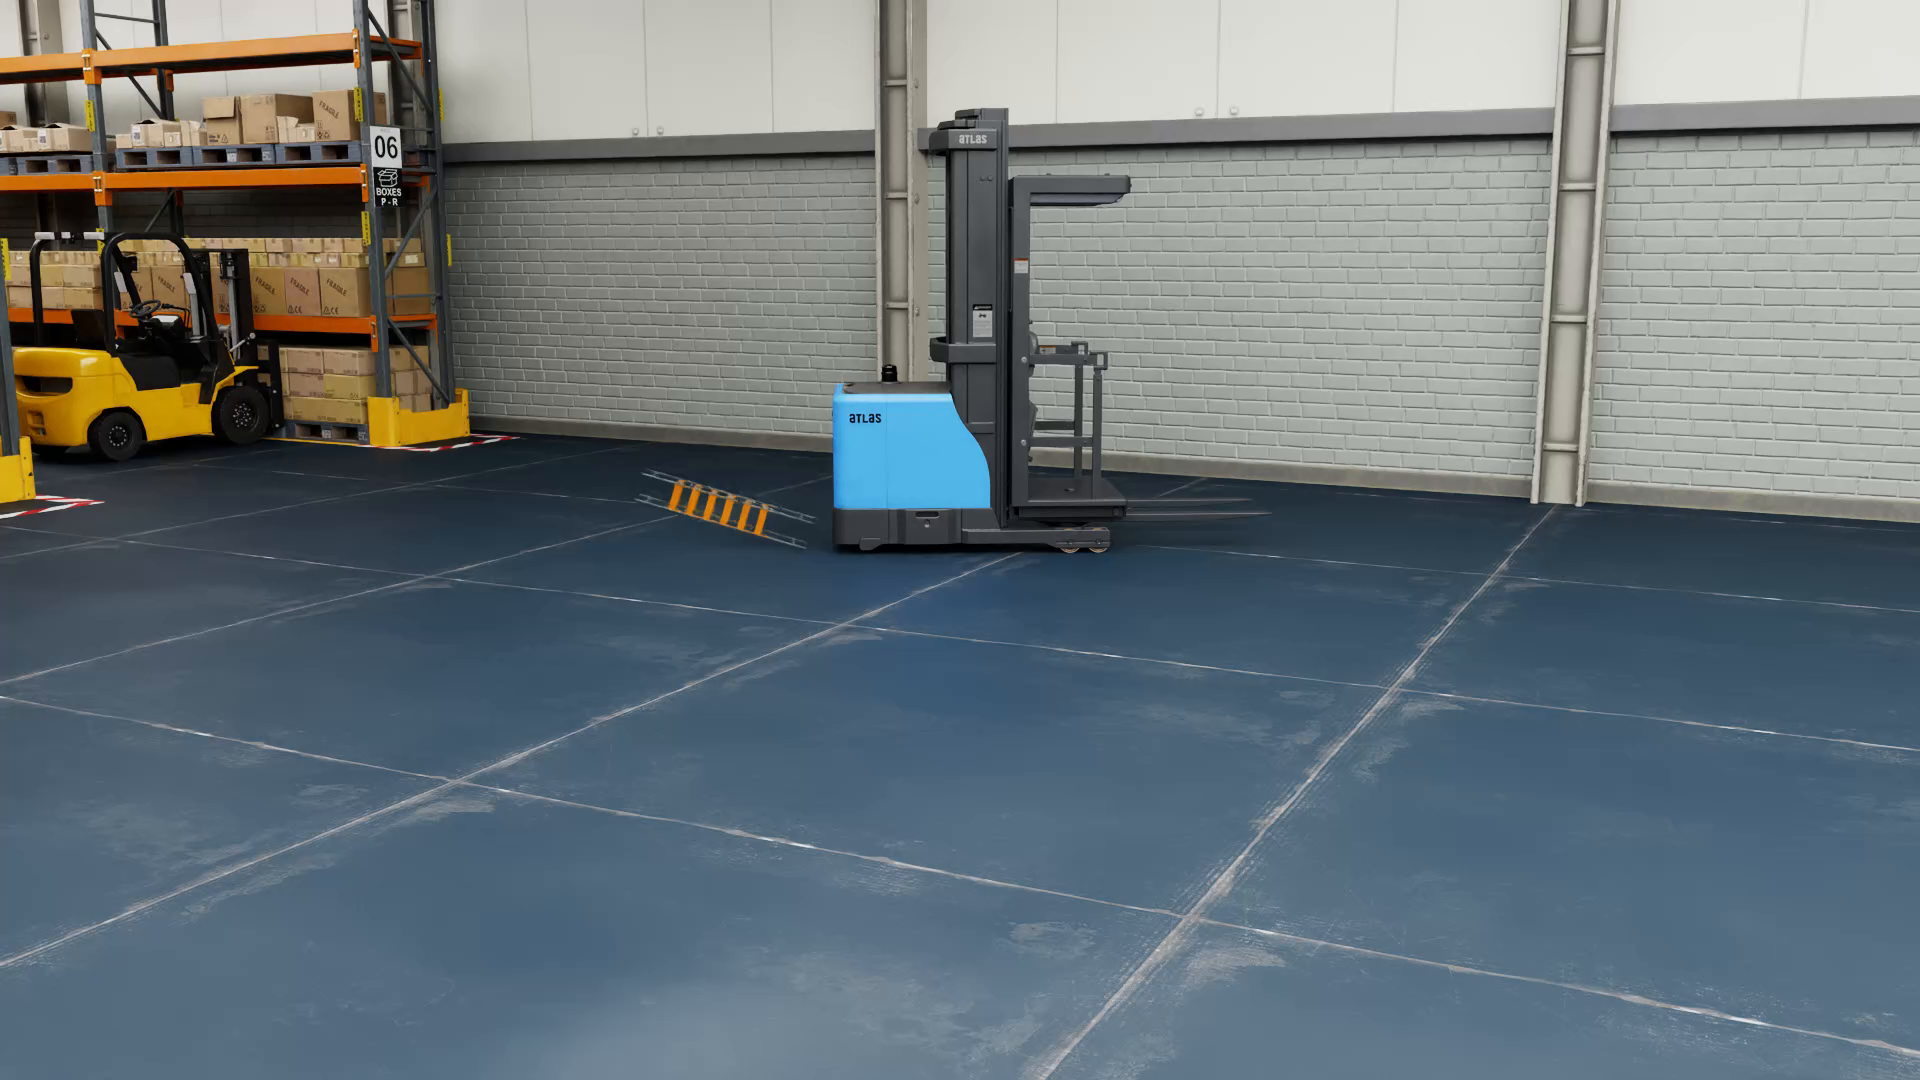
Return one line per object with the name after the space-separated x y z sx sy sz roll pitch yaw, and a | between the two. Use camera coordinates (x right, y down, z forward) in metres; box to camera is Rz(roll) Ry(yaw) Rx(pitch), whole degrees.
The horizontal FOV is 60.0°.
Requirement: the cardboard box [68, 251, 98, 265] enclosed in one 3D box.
-9.935 -3.222 19.008 0.250 0.149 0.380 5 11 25 | cardboard box

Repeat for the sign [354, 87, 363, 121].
-5.956 -4.317 16.473 0.005 0.325 0.100 5 11 26 | sign

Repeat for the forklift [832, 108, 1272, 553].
0.627 -1.448 11.504 3.031 2.935 1.130 -1 10 -3 | forklift

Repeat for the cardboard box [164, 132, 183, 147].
-8.333 -4.309 17.937 0.250 0.149 0.380 5 12 28 | cardboard box

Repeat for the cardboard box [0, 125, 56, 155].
-10.736 -4.611 19.155 0.500 0.311 0.500 5 11 24 | cardboard box

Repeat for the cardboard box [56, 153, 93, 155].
-10.243 -4.552 19.281 0.250 0.149 0.380 5 11 26 | cardboard box

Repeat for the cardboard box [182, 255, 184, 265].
-8.219 -3.058 18.100 0.250 0.149 0.380 5 11 25 | cardboard box

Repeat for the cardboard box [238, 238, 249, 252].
-7.496 -3.159 17.824 0.250 0.149 0.380 5 11 27 | cardboard box

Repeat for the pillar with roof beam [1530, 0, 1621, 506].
2.927 -4.047 8.825 0.400 9.000 9.100 5 11 26 | pillar with roof beam

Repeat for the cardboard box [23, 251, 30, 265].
-10.633 -3.280 19.328 0.250 0.149 0.380 5 11 24 | cardboard box

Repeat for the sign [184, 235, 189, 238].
-9.046 -3.398 19.432 0.005 0.325 0.100 5 11 26 | sign

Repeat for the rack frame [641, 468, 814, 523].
-1.586 -0.303 11.395 1.200 0.006 0.240 16 9 -6 | rack frame

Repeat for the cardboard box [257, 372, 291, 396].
-7.196 -1.696 17.817 0.500 0.250 0.500 5 11 25 | cardboard box

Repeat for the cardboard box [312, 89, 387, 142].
-6.208 -4.307 16.940 0.500 0.500 0.500 5 12 28 | cardboard box

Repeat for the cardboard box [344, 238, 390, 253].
-6.118 -3.039 17.161 0.250 0.149 0.380 5 11 26 | cardboard box

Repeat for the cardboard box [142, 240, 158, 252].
-8.854 -3.284 18.513 0.250 0.149 0.380 5 11 27 | cardboard box

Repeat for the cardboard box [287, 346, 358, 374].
-6.715 -1.901 17.545 0.500 0.250 0.500 5 12 27 | cardboard box

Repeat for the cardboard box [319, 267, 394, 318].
-6.261 -2.576 17.258 0.500 0.500 0.500 5 11 25 | cardboard box

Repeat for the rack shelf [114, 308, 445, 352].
-7.497 -2.333 18.219 4.000 0.370 1.077 5 11 26 | rack shelf

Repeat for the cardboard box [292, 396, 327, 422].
-6.706 -1.410 17.642 0.500 0.250 0.500 5 11 26 | cardboard box

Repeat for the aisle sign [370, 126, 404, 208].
-5.774 -3.757 16.765 0.004 0.787 0.394 5 11 26 | aisle sign

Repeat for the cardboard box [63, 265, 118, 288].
-9.844 -3.015 18.983 0.500 0.250 0.500 5 11 25 | cardboard box

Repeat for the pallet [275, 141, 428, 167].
-6.326 -4.022 17.356 1.213 0.211 1.003 5 11 26 | pallet

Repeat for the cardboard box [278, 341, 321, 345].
-7.401 -2.065 18.450 0.500 0.250 0.500 5 11 25 | cardboard box

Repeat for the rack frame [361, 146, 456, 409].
-5.703 -2.530 17.284 0.127 3.000 1.000 5 11 26 | rack frame

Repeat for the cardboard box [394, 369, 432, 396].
-6.033 -1.699 17.835 0.500 0.250 0.500 5 12 27 | cardboard box

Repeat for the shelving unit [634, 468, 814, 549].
-1.612 -0.217 11.409 1.200 0.189 0.258 16 9 -6 | shelving unit

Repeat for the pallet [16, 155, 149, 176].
-10.087 -4.294 19.148 1.217 0.209 0.805 5 11 24 | pallet

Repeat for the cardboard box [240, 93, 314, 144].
-7.083 -4.403 17.474 0.500 0.500 0.700 5 11 26 | cardboard box

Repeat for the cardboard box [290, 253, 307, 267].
-6.804 -2.947 17.491 0.250 0.149 0.380 5 11 25 | cardboard box

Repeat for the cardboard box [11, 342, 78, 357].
-11.131 -2.044 20.087 0.625 0.625 0.875 5 11 23 | cardboard box

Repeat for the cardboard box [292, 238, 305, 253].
-6.790 -3.101 17.505 0.250 0.149 0.380 5 11 26 | cardboard box

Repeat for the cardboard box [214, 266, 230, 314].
-7.638 -2.696 17.924 0.500 0.500 0.500 5 11 26 | cardboard box

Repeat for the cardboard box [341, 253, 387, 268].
-6.138 -2.881 17.121 0.250 0.149 0.380 5 11 27 | cardboard box

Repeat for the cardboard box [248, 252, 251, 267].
-7.484 -3.012 17.846 0.250 0.149 0.380 5 11 25 | cardboard box

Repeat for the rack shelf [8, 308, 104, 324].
-11.084 -2.648 19.961 4.000 0.370 1.077 5 11 26 | rack shelf

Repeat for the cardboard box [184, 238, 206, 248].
-8.199 -3.209 18.103 0.250 0.149 0.380 5 11 25 | cardboard box

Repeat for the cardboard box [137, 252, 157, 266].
-8.888 -3.126 18.477 0.250 0.149 0.380 5 12 27 | cardboard box

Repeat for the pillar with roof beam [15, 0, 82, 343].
-13.215 -5.466 16.662 0.400 9.000 9.100 5 11 26 | pillar with roof beam

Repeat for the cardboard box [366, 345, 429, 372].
-6.051 -1.943 17.779 0.500 0.250 0.500 5 11 25 | cardboard box

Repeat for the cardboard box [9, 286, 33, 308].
-10.743 -2.852 19.485 0.500 0.250 0.500 5 11 26 | cardboard box

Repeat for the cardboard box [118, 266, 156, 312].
-9.008 -2.817 18.593 0.500 0.500 0.500 5 11 24 | cardboard box

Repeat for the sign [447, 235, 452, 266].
-5.453 -3.083 17.687 0.005 0.325 0.100 5 11 26 | sign

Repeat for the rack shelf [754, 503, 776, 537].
-1.341 -0.138 11.439 0.103 0.180 0.258 16 9 -6 | rack shelf

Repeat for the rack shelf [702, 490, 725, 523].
-1.685 -0.238 11.401 0.103 0.180 0.258 16 9 -6 | rack shelf
